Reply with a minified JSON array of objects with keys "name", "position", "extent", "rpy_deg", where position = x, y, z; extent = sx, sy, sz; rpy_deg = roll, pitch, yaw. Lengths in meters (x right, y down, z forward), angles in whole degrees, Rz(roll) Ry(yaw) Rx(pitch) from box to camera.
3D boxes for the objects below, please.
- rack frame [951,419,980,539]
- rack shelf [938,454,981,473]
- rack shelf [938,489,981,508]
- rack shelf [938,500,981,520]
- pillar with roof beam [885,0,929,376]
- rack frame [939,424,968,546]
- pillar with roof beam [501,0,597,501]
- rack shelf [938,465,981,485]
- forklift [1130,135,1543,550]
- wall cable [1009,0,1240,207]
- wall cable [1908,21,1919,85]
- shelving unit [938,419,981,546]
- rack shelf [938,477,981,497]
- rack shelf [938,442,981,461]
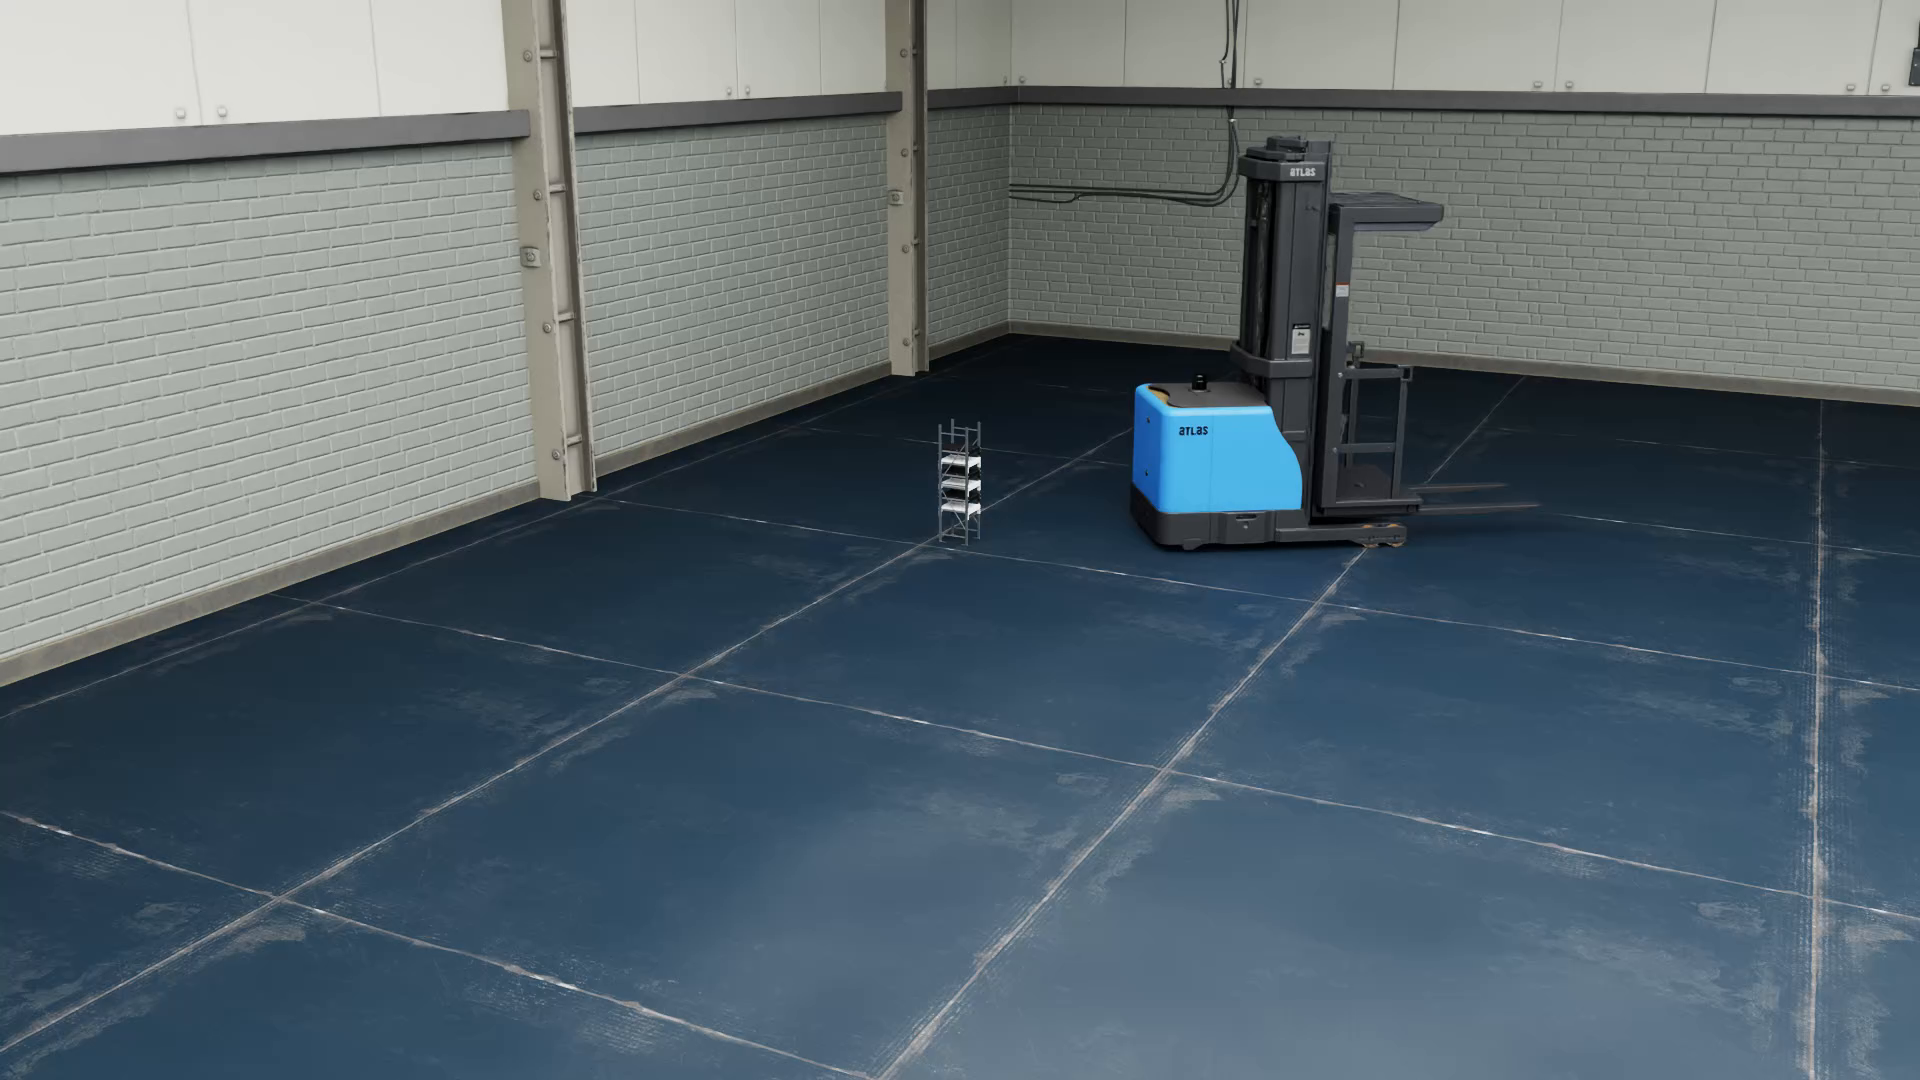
[{"name":"rack frame","position":[0.042,-0.455,12.476],"extent":[0.240,0.900,0.006],"rpy_deg":[8,18,25]},{"name":"rack shelf","position":[-0.004,-0.570,12.348],"extent":[0.258,0.077,0.200],"rpy_deg":[8,18,25]},{"name":"rack shelf","position":[-0.004,-0.311,12.424],"extent":[0.258,0.077,0.200],"rpy_deg":[8,18,25]},{"name":"rack shelf","position":[-0.004,-0.225,12.450],"extent":[0.258,0.077,0.200],"rpy_deg":[8,18,25]},{"name":"pillar with roof beam","position":[3.271,-5.680,15.844],"extent":[9.100,9.000,0.400],"rpy_deg":[8,18,25]},{"name":"rack frame","position":[-0.049,-0.403,12.302],"extent":[0.240,0.900,0.006],"rpy_deg":[8,18,25]},{"name":"pillar with roof beam","position":[0.590,-4.152,10.699],"extent":[9.100,9.000,0.400],"rpy_deg":[8,18,25]},{"name":"rack shelf","position":[-0.004,-0.484,12.373],"extent":[0.258,0.077,0.200],"rpy_deg":[8,18,25]},{"name":"forklift","position":[2.888,-1.496,12.413],"extent":[3.031,2.935,1.130],"rpy_deg":[-2,17,-7]},{"name":"wall cable","position":[1.919,-5.322,20.090],"extent":[3.097,2.526,0.112],"rpy_deg":[8,18,25]},{"name":"wall cable","position":[10.405,-7.229,15.084],"extent":[2.305,6.003,0.169],"rpy_deg":[8,18,25]},{"name":"shelving unit","position":[-0.004,-0.429,12.389],"extent":[0.258,0.900,0.210],"rpy_deg":[8,18,25]},{"name":"rack shelf","position":[-0.004,-0.397,12.399],"extent":[0.258,0.077,0.200],"rpy_deg":[8,18,25]},{"name":"rack shelf","position":[-0.004,-0.656,12.322],"extent":[0.258,0.077,0.200],"rpy_deg":[8,18,25]}]
